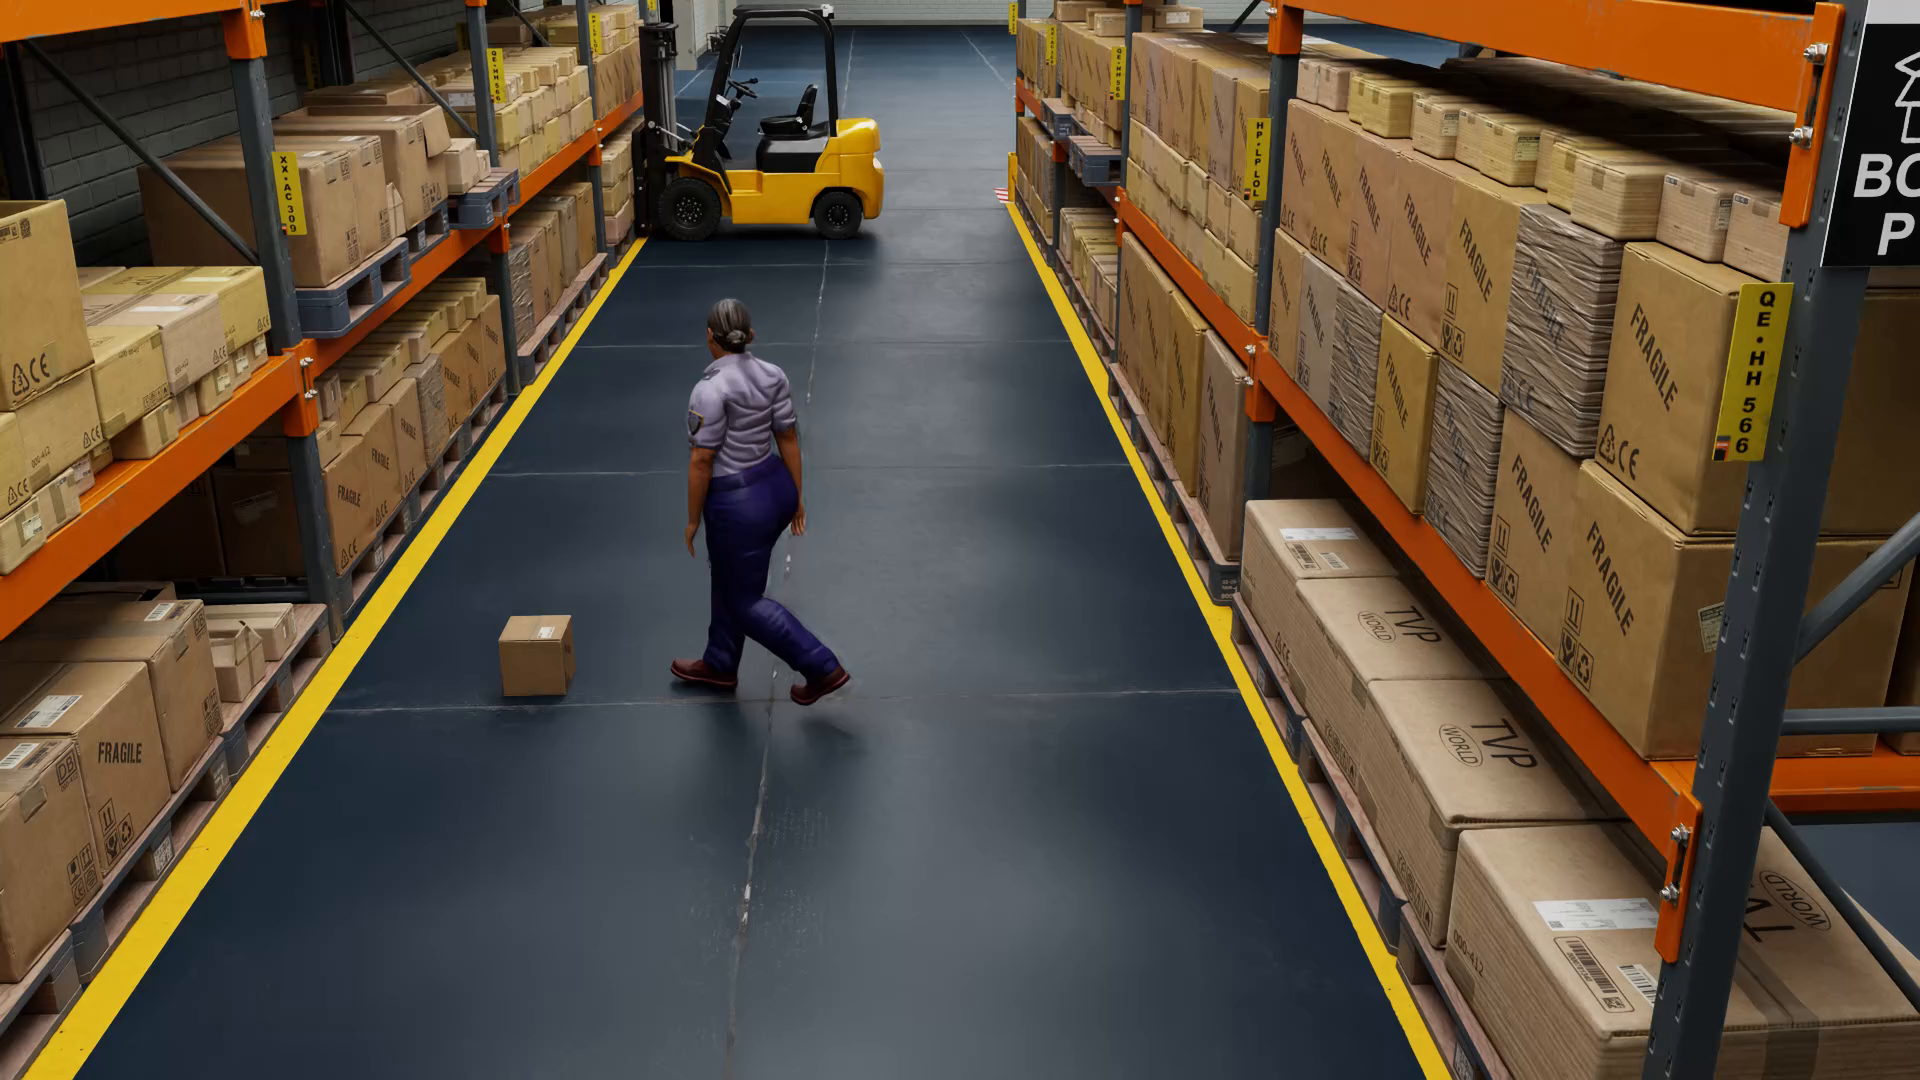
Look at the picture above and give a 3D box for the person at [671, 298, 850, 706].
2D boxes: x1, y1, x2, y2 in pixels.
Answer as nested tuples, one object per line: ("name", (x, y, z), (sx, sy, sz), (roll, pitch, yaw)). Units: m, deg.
("person", (-0.818, -0.123, 6.424), (0.858, 1.613, 0.488), (9, 22, 23))
